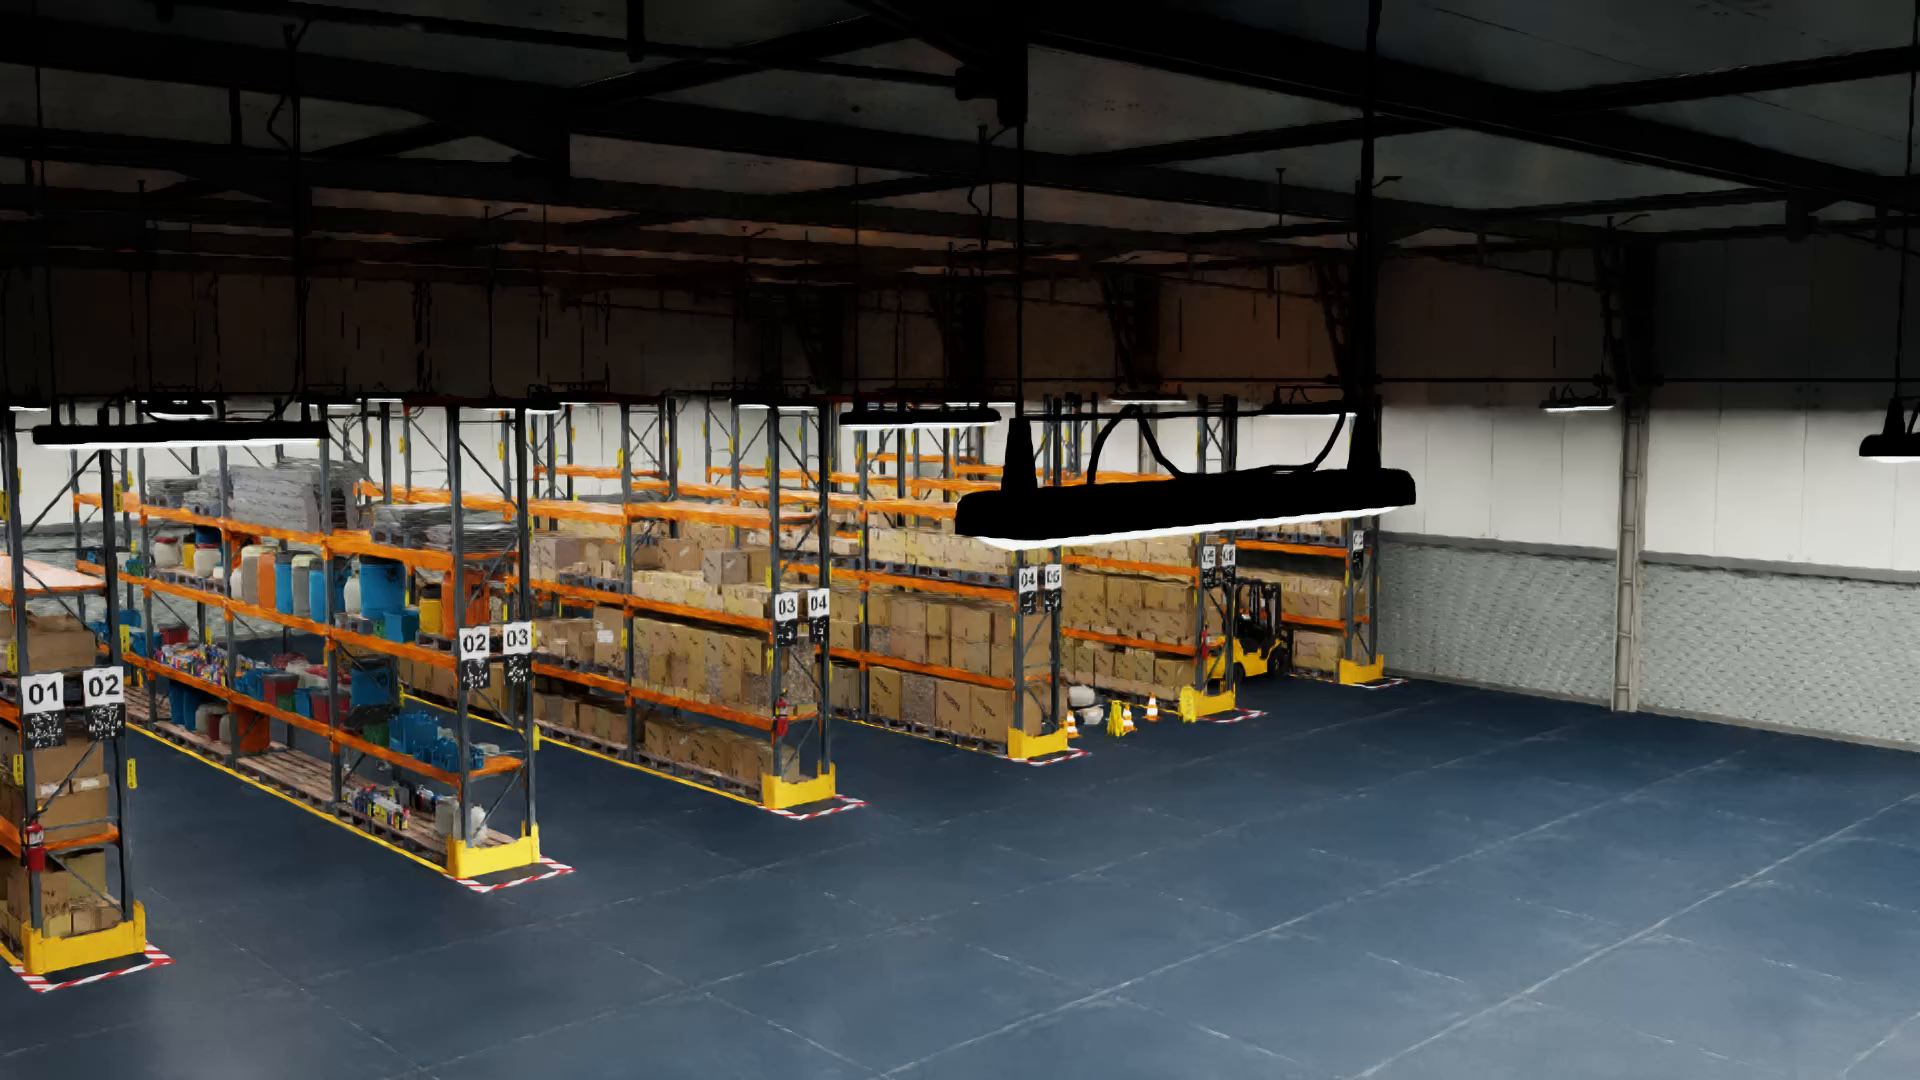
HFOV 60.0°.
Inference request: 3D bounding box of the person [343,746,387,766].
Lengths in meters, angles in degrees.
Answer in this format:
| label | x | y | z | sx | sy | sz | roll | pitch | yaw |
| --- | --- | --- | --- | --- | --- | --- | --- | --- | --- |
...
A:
| label | x | y | z | sx | sy | sz | roll | pitch | yaw |
| --- | --- | --- | --- | --- | --- | --- | --- | --- | --- |
| person | -9.604 | 2.937 | 26.825 | 0.786 | 1.435 | 0.527 | 3 | 6 | 29 |
